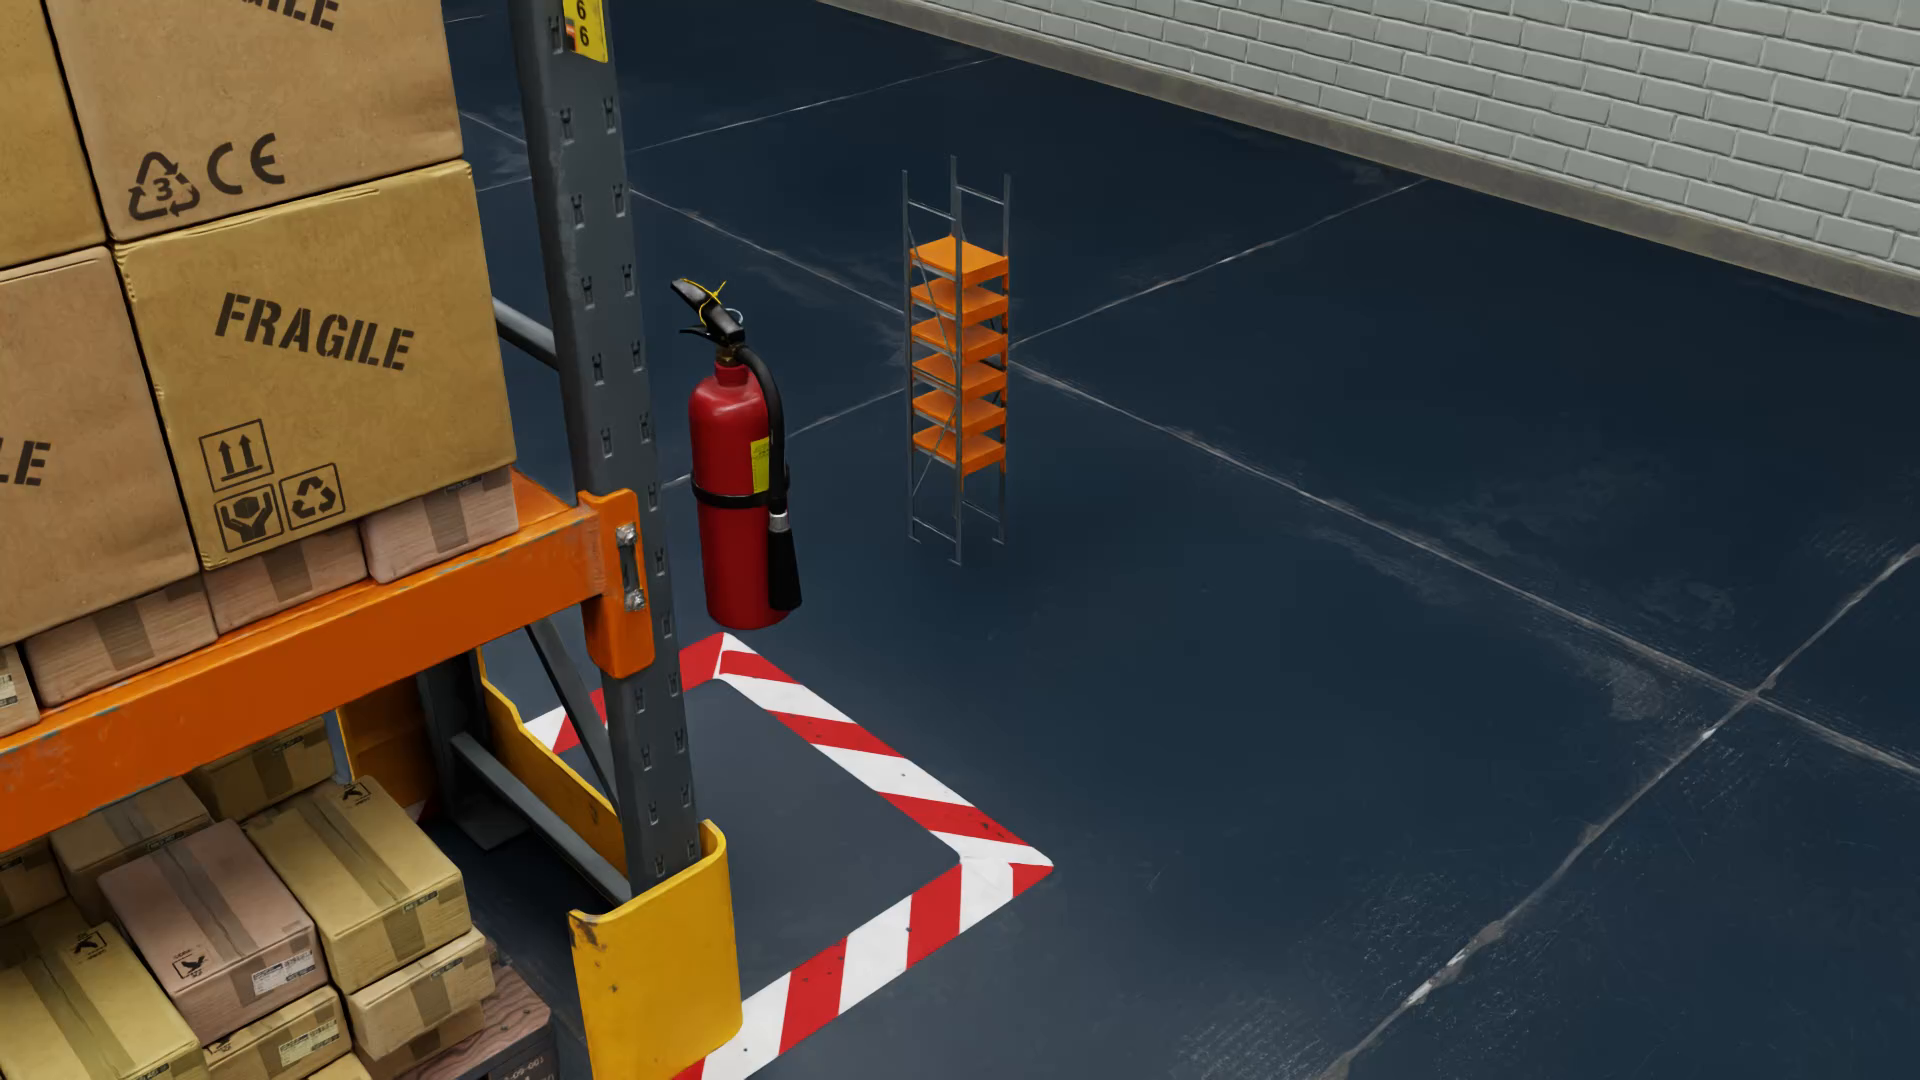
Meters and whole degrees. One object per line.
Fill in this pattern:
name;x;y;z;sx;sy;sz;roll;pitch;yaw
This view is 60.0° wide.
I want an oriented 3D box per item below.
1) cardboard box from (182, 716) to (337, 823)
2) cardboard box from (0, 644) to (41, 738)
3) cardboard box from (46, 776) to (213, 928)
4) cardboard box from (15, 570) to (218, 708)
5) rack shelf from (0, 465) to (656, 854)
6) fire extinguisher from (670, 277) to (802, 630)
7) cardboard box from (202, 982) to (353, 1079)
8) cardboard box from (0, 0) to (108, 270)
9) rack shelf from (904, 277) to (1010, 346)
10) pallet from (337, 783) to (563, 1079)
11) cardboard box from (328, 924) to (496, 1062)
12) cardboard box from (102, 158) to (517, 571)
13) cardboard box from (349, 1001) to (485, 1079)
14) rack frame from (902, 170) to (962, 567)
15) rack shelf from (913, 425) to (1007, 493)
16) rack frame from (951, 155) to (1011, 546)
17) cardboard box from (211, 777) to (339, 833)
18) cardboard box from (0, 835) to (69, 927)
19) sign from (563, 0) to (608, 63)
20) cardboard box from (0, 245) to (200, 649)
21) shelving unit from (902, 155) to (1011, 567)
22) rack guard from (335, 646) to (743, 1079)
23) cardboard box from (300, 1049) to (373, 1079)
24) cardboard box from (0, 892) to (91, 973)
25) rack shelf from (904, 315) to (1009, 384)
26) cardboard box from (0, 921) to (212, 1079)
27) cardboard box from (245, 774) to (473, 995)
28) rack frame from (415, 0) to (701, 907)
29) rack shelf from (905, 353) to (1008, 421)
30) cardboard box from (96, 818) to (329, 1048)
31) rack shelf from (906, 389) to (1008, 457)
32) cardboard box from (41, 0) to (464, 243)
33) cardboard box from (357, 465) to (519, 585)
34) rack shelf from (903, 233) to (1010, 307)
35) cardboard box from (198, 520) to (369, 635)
cardboard box;-1.521;0.404;3.474;0.380;0.149;0.250;27;41;37
cardboard box;-1.505;0.164;2.348;0.250;0.149;0.380;-25;39;-34
cardboard box;-1.641;0.548;3.239;0.250;0.149;0.380;-25;39;-35
cardboard box;-1.334;0.064;2.511;0.250;0.149;0.380;-26;40;-36
rack shelf;-2.372;0.581;2.114;4.000;0.370;1.077;-26;40;-35
fire extinguisher;-0.407;-0.156;3.062;0.183;0.674;0.296;-26;40;-35
cardboard box;-1.327;0.843;3.041;0.250;0.149;0.380;-27;40;-36
cardboard box;-1.444;-0.594;2.007;0.500;0.500;0.500;-27;41;-37
rack shelf;-0.011;-0.674;4.827;0.180;0.103;0.258;-26;40;-35
pallet;-1.581;1.056;3.321;1.213;0.211;1.003;-26;40;-35
cardboard box;-1.099;0.771;3.159;0.250;0.149;0.380;-27;41;-37
cardboard box;-1.060;-0.347;2.561;0.500;0.500;0.500;-25;39;-35
cardboard box;-1.150;0.868;3.285;0.250;0.149;0.380;-25;39;-35
rack frame;-0.078;-0.474;4.876;0.006;1.200;0.240;-26;40;-35
rack shelf;-0.011;-0.264;5.077;0.180;0.103;0.258;-26;40;-35
rack frame;0.056;-0.539;4.982;0.006;1.200;0.240;-26;40;-35
cardboard box;-1.464;0.562;3.500;0.250;0.149;0.380;-24;39;-34
cardboard box;-1.913;0.588;3.173;0.250;0.149;0.380;-26;40;-36
sign;-0.543;-0.845;2.343;0.005;0.325;0.100;-26;40;-35
cardboard box;-1.441;-0.166;2.266;0.500;0.500;0.500;-27;40;-36
shelving unit;-0.011;-0.507;4.929;0.189;1.200;0.258;-26;40;-35
rack guard;-0.961;0.658;3.695;0.348;0.500;1.175;-26;40;-35
cardboard box;-1.269;0.998;3.072;0.250;0.149;0.380;-24;39;-34
cardboard box;-1.823;0.759;3.179;0.250;0.149;0.380;-25;39;-35
rack shelf;-0.011;-0.571;4.889;0.180;0.103;0.258;-26;40;-35
cardboard box;-1.448;0.840;2.760;0.250;0.149;0.380;-27;40;-36
cardboard box;-1.121;0.633;3.100;0.250;0.149;0.380;-25;40;-35
rack frame;-0.906;-0.435;3.087;0.127;3.000;1.000;-26;40;-35
rack shelf;-0.011;-0.469;4.952;0.180;0.103;0.258;-26;40;-35
cardboard box;-1.345;0.700;2.990;0.250;0.149;0.380;-25;39;-35
rack shelf;-0.011;-0.366;5.014;0.180;0.103;0.258;-26;40;-35
cardboard box;-1.072;-0.774;2.301;0.500;0.500;0.500;-27;40;-36
cardboard box;-0.952;-0.104;2.786;0.250;0.149;0.380;-26;40;-35
rack shelf;-0.011;-0.776;4.764;0.180;0.103;0.258;-26;40;-35
cardboard box;-1.160;-0.031;2.665;0.250;0.149;0.380;-26;40;-36
